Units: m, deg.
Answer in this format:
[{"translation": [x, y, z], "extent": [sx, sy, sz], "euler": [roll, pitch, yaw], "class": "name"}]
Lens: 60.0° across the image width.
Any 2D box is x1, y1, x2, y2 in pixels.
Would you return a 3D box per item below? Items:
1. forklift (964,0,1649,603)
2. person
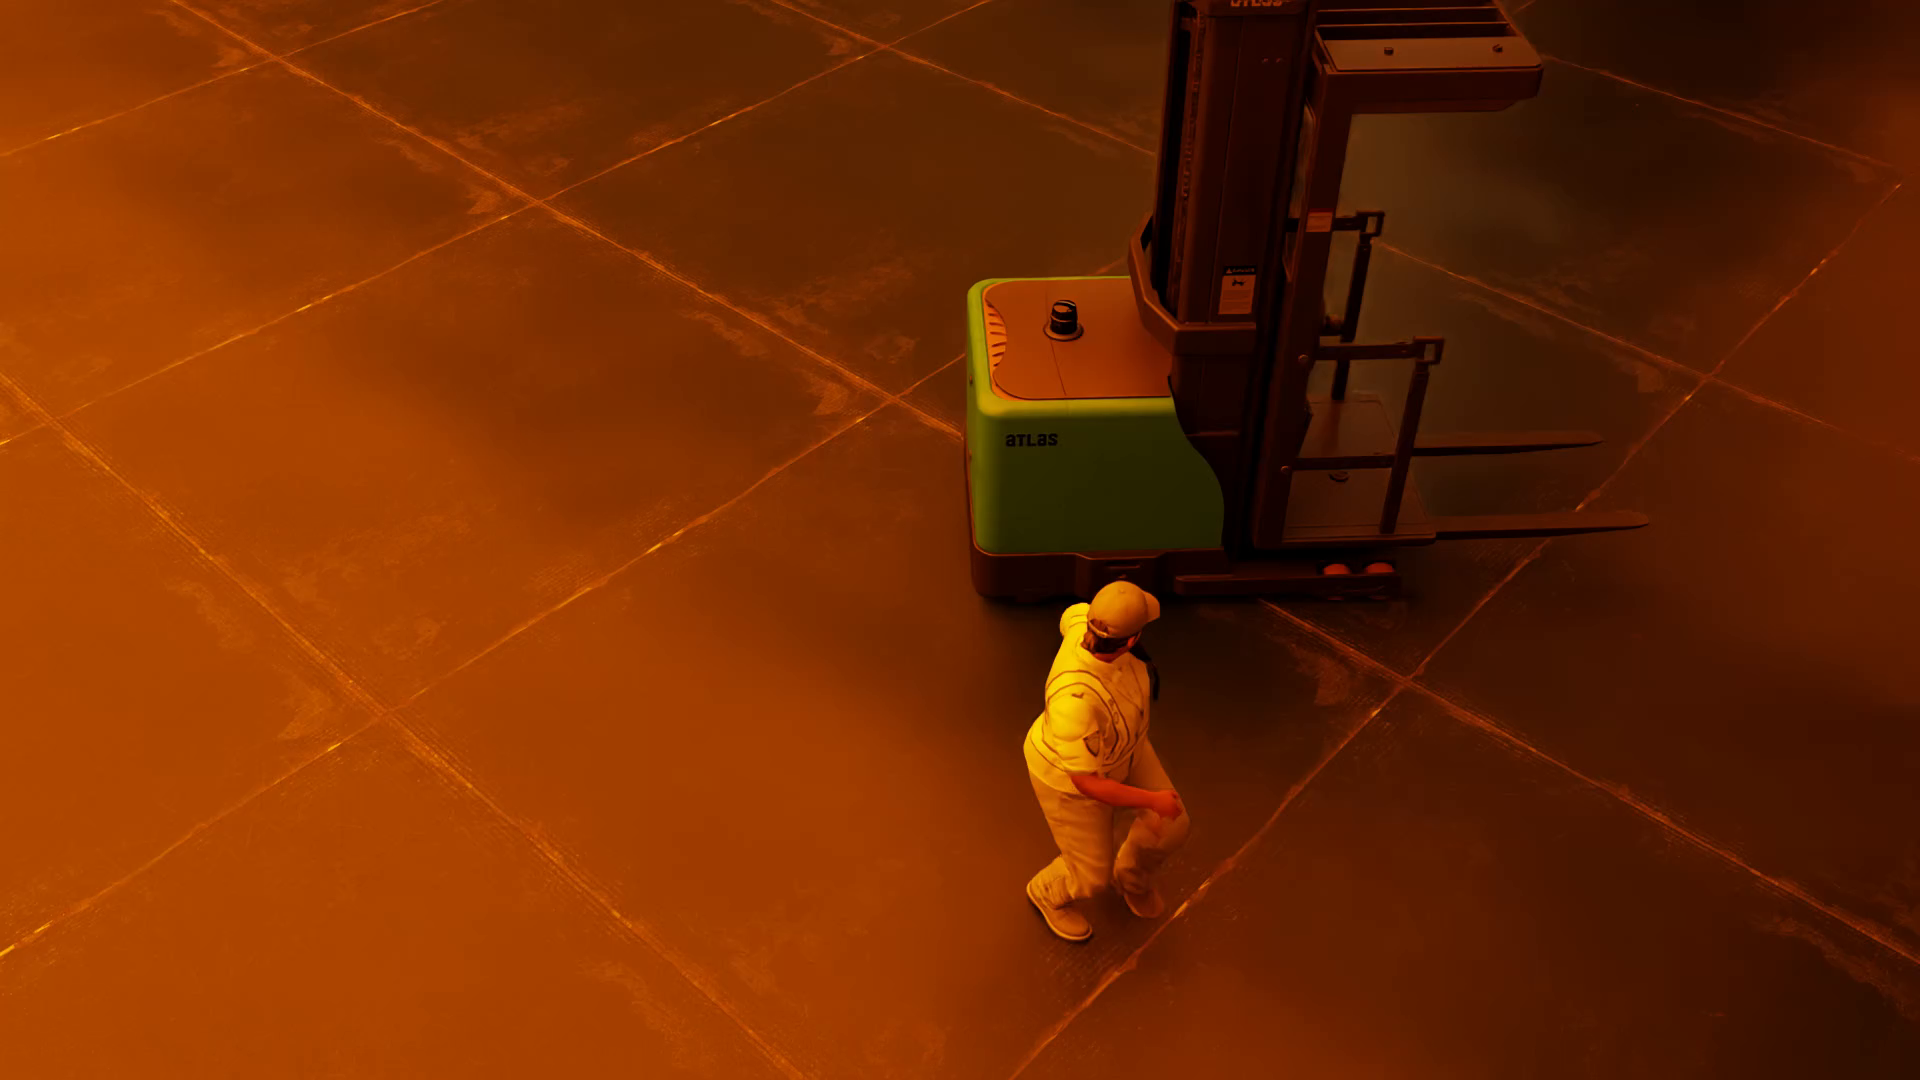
[{"translation": [1.552, -1.189, 6.814], "extent": [3.031, 2.935, 1.130], "euler": [-2, 41, -2], "class": "forklift"}, {"translation": [0.459, 0.767, 5.599], "extent": [0.706, 1.648, 0.610], "euler": [27, 47, 28], "class": "person"}]
